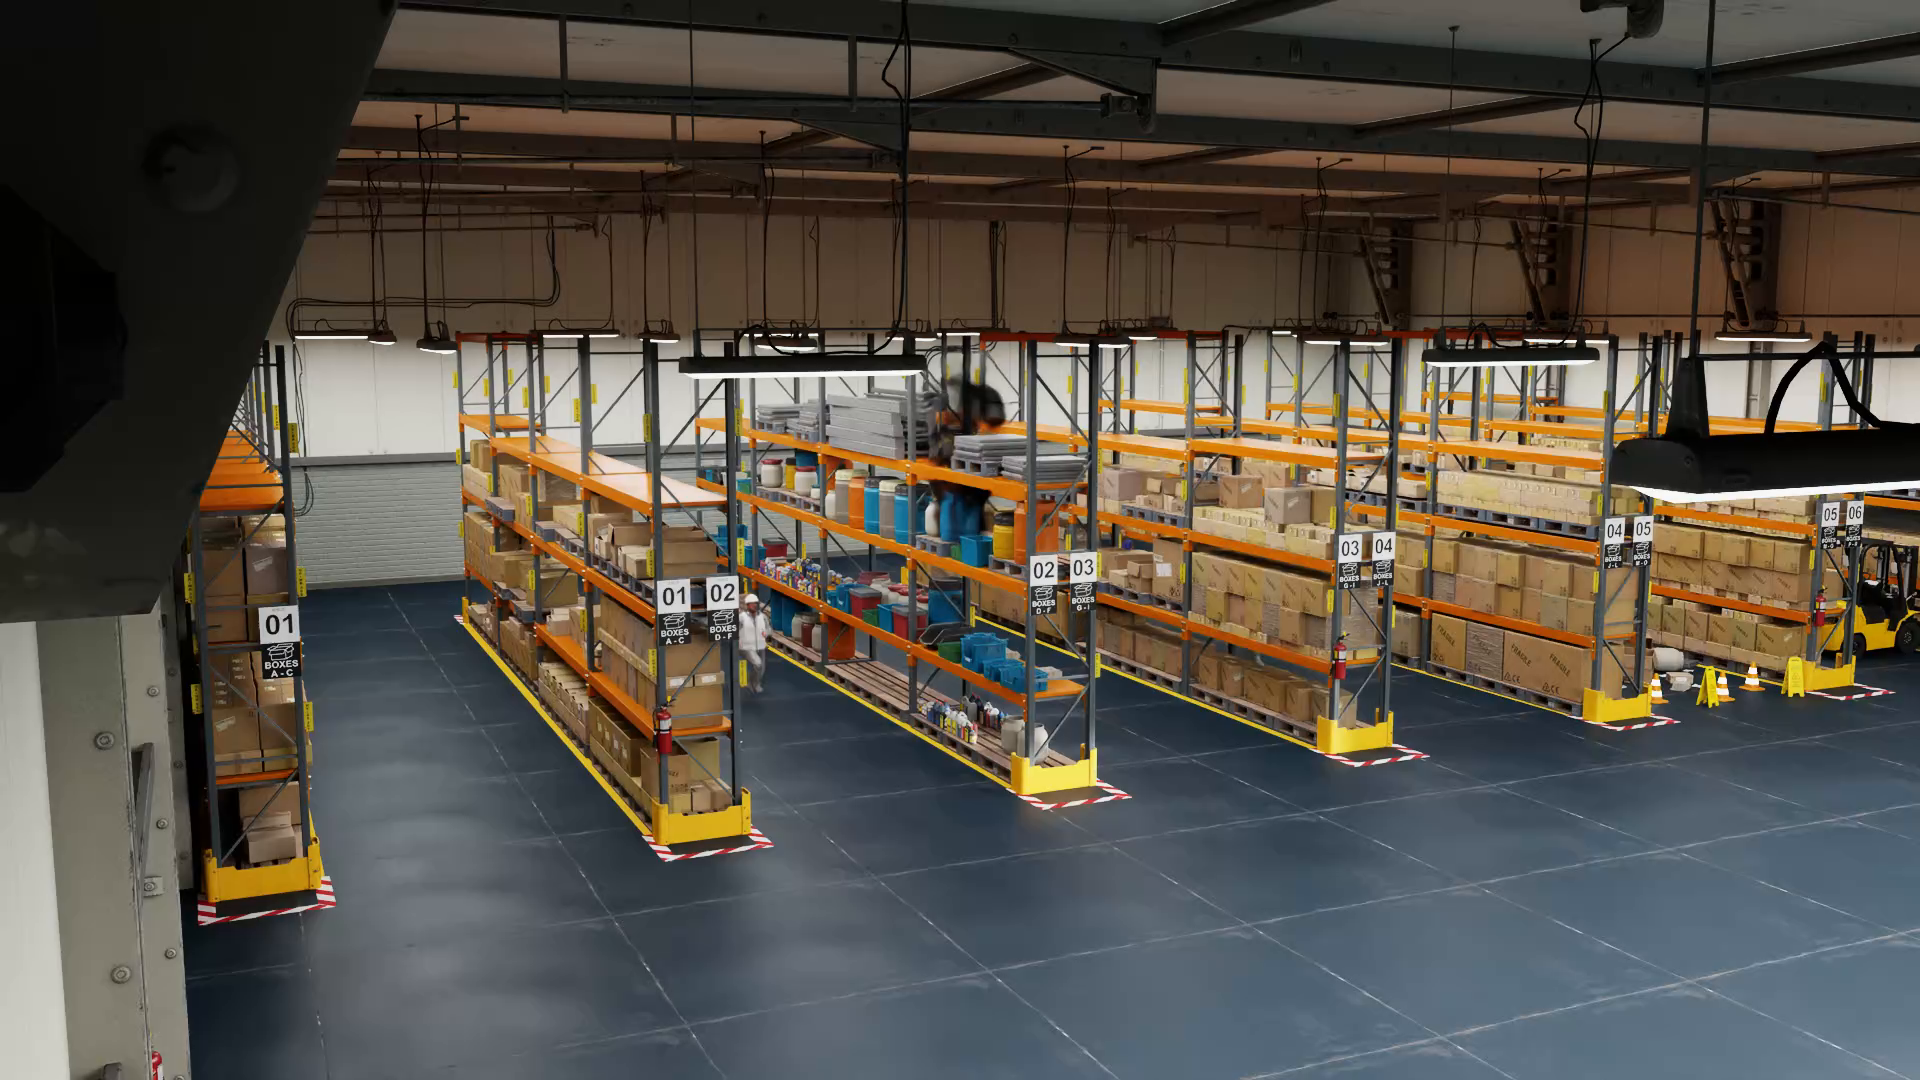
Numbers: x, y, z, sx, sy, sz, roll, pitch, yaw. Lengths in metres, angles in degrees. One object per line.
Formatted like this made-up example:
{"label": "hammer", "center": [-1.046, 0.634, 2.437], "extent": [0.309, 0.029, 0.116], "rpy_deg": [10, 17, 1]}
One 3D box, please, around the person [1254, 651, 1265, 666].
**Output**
{"label": "person", "center": [5.490, 1.458, 30.216], "extent": [0.623, 1.652, 0.447], "rpy_deg": [-4, 9, -27]}

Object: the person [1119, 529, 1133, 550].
{"label": "person", "center": [3.624, 0.559, 36.813], "extent": [0.590, 1.614, 0.834], "rpy_deg": [-2, 8, -17]}

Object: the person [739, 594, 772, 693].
{"label": "person", "center": [-3.367, 1.720, 26.978], "extent": [0.667, 1.695, 0.915], "rpy_deg": [-4, 9, -29]}
